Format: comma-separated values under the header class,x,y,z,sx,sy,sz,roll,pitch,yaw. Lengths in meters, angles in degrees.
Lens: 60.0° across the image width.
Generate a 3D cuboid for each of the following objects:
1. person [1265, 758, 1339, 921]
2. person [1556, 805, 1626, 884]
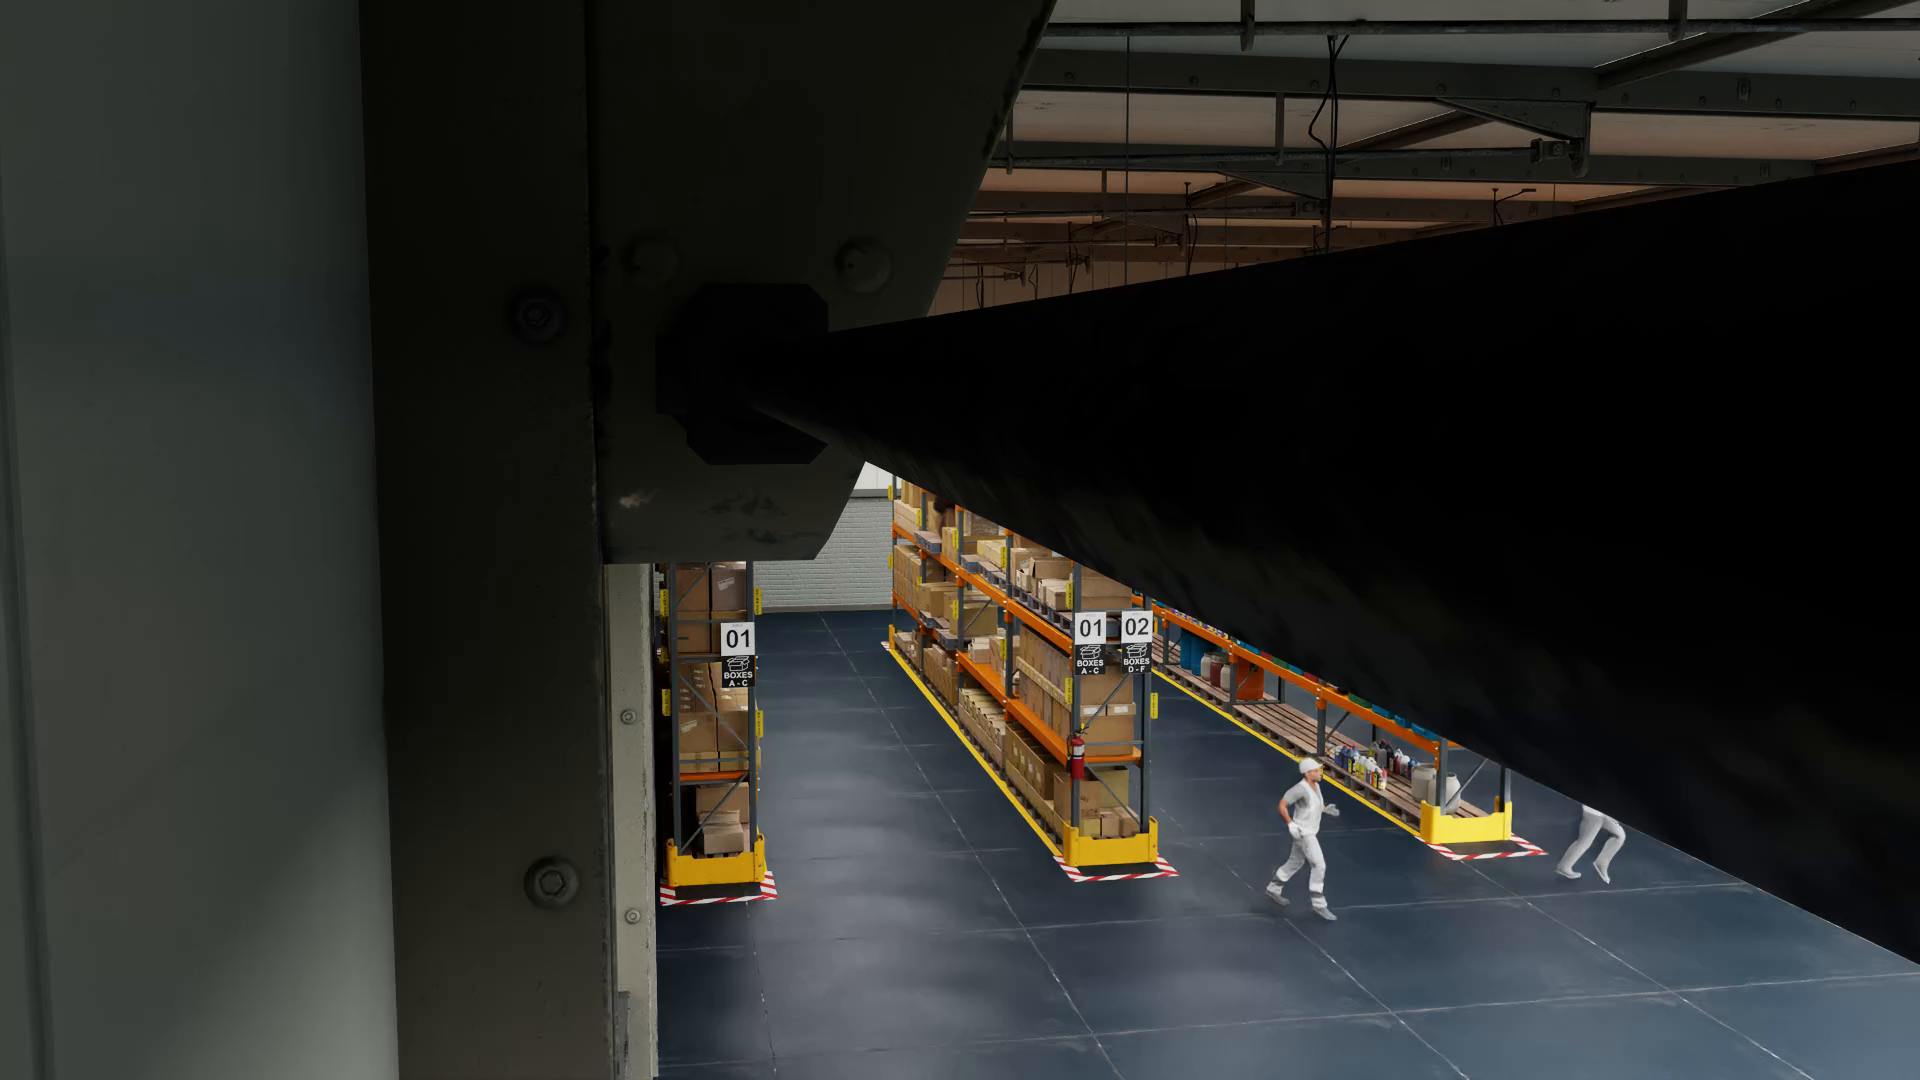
class,x,y,z,sx,sy,sz,roll,pitch,yaw
person,3.920,3.375,19.021,0.853,1.822,0.642,2,7,22
person,7.714,3.317,20.138,0.852,1.704,0.582,3,7,28
